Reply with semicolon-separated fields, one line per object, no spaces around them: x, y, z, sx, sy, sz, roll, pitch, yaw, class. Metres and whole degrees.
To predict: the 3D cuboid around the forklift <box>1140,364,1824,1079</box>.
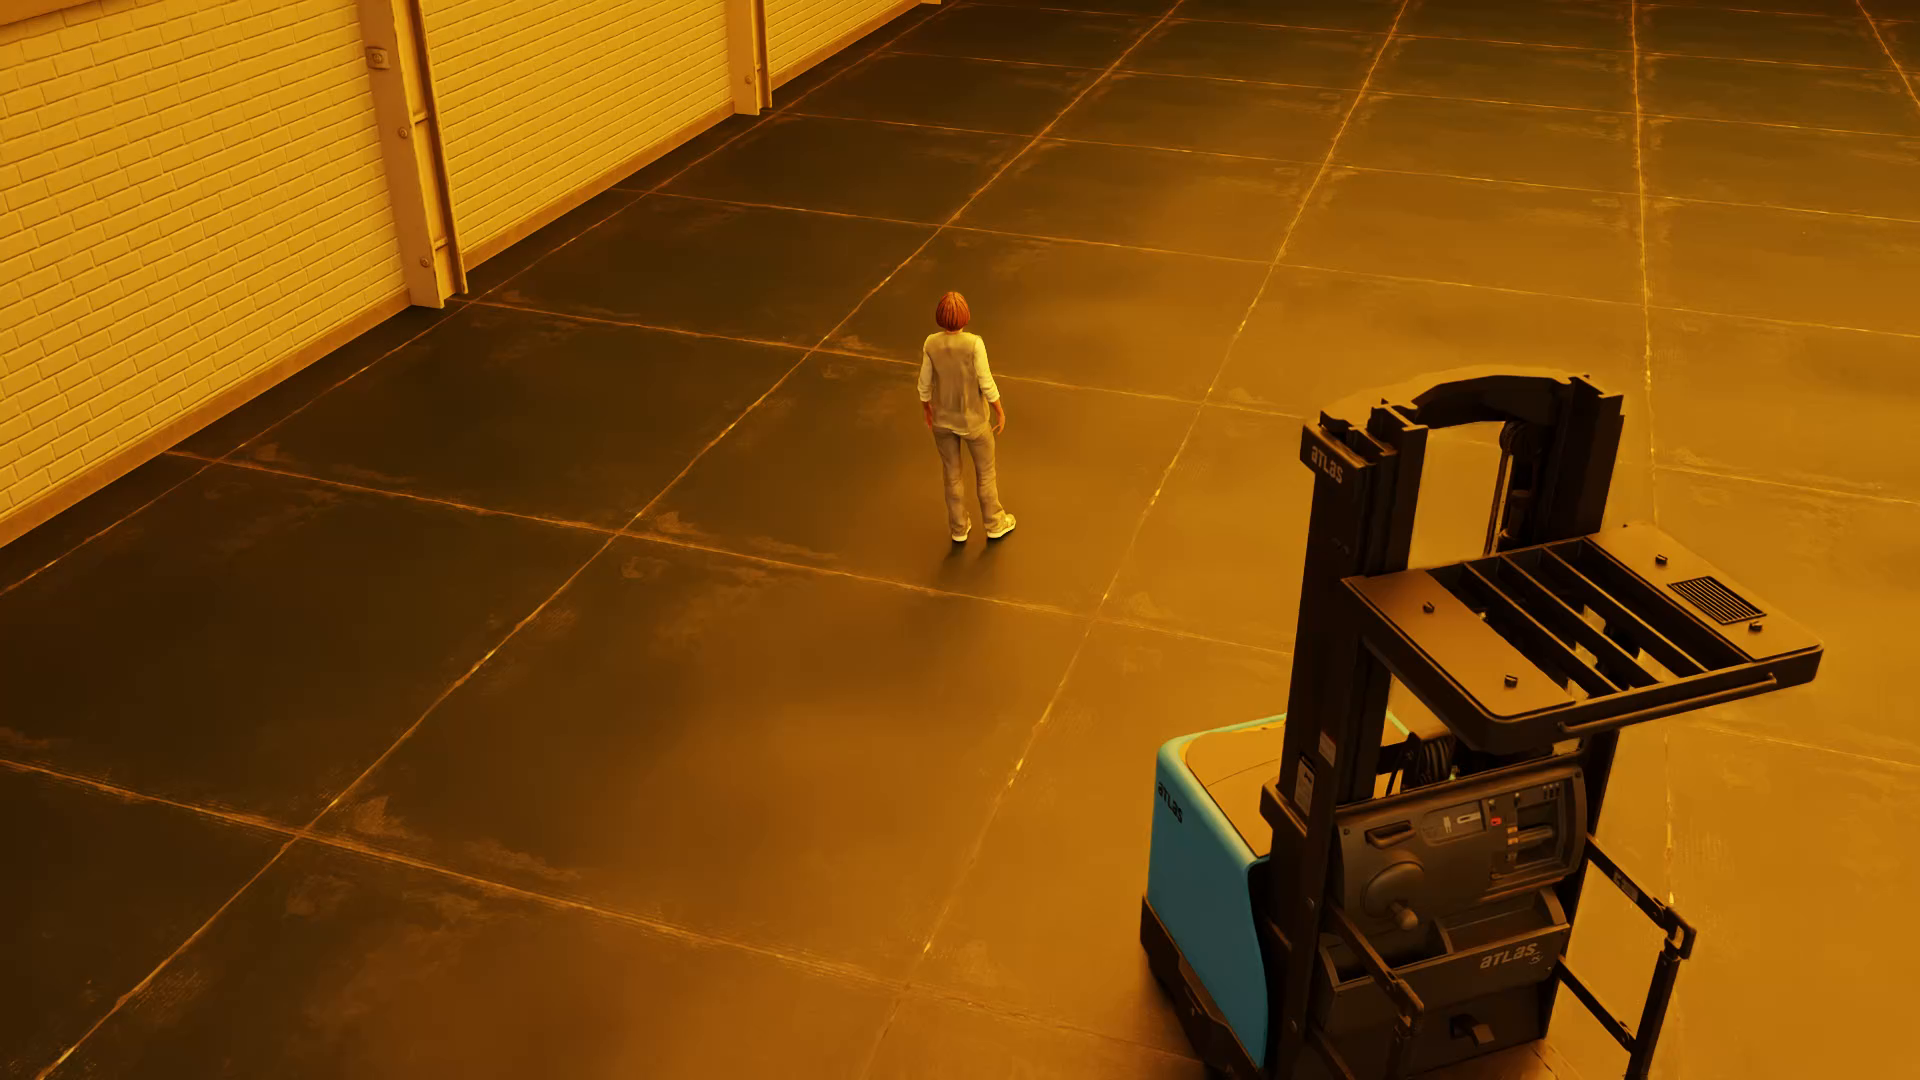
1.726;1.058;5.280;1.130;2.935;3.031;-10;31;-17;forklift

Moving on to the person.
0.037;-0.732;9.753;0.520;1.597;0.475;10;31;16;person
